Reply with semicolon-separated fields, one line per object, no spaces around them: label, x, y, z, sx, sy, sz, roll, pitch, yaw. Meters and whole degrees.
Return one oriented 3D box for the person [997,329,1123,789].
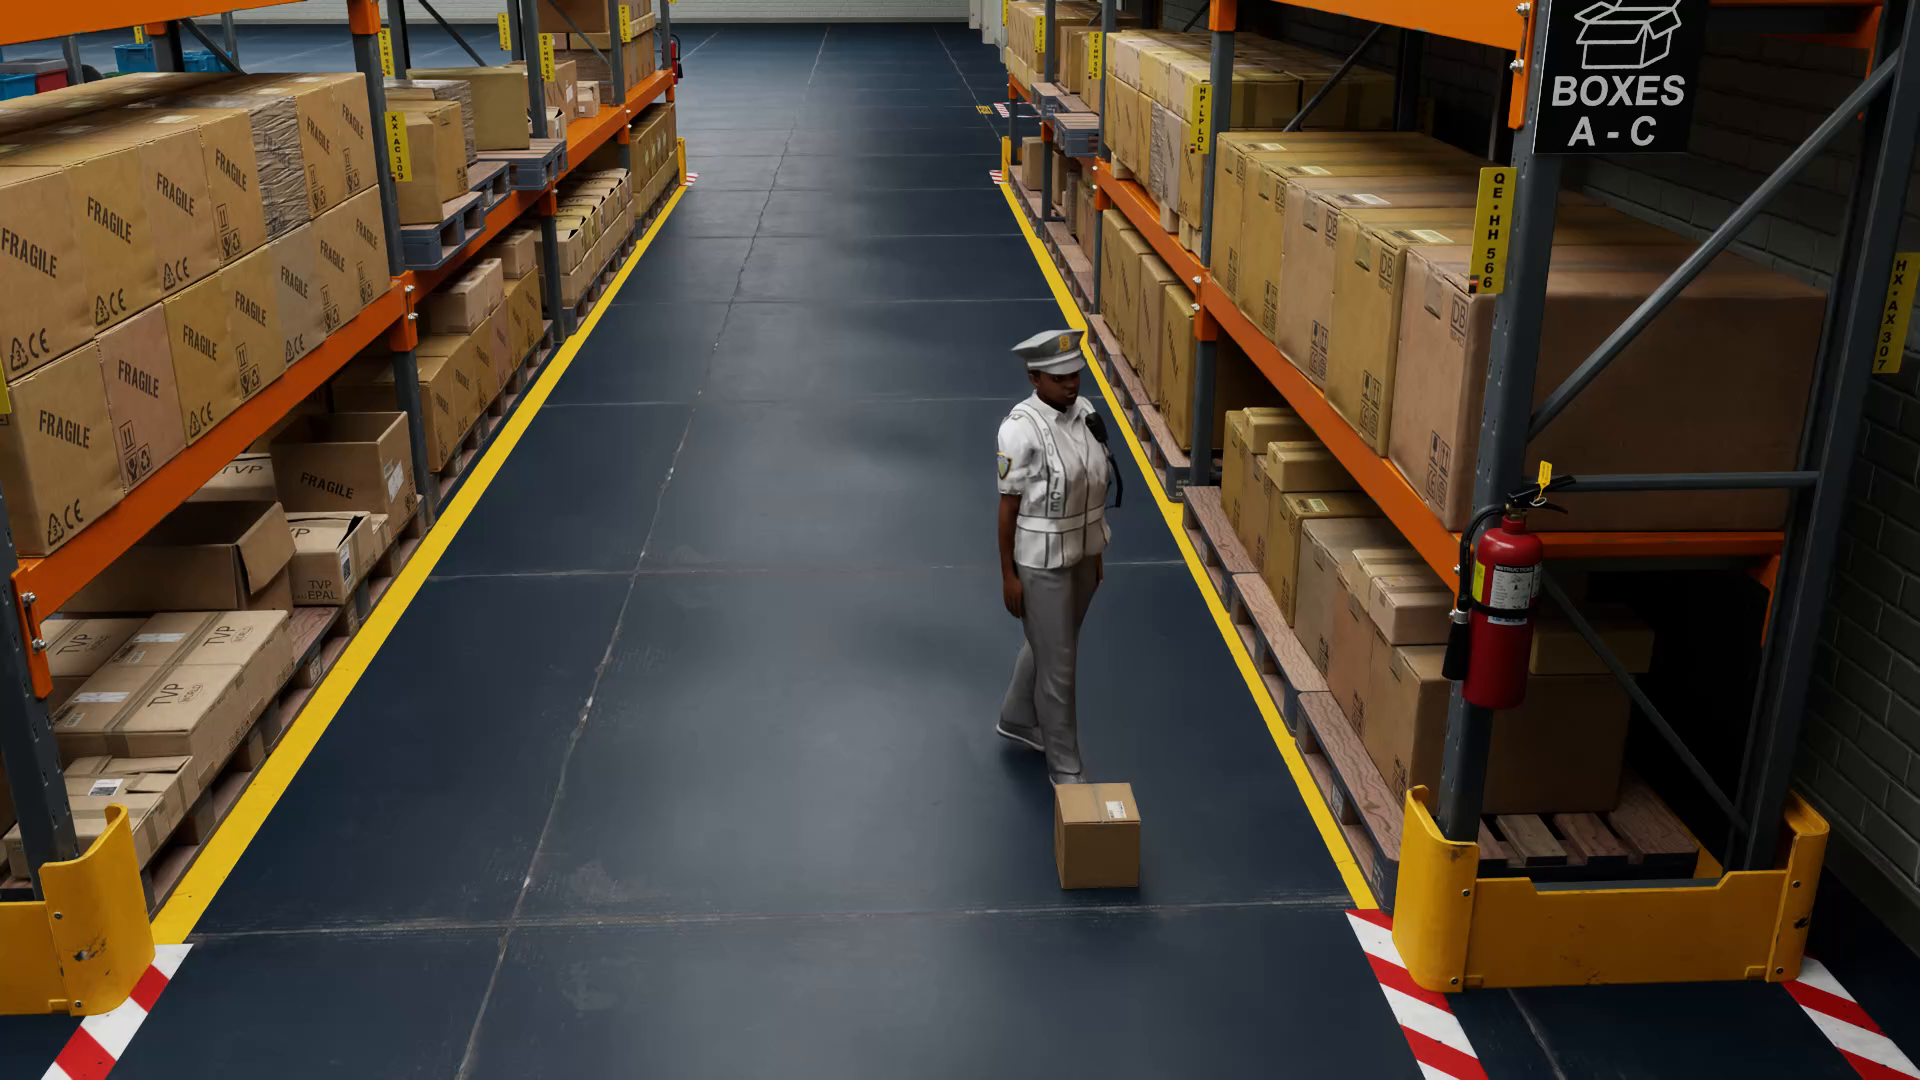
person;0.347;0.070;5.844;0.636;1.673;0.445;18;27;40
